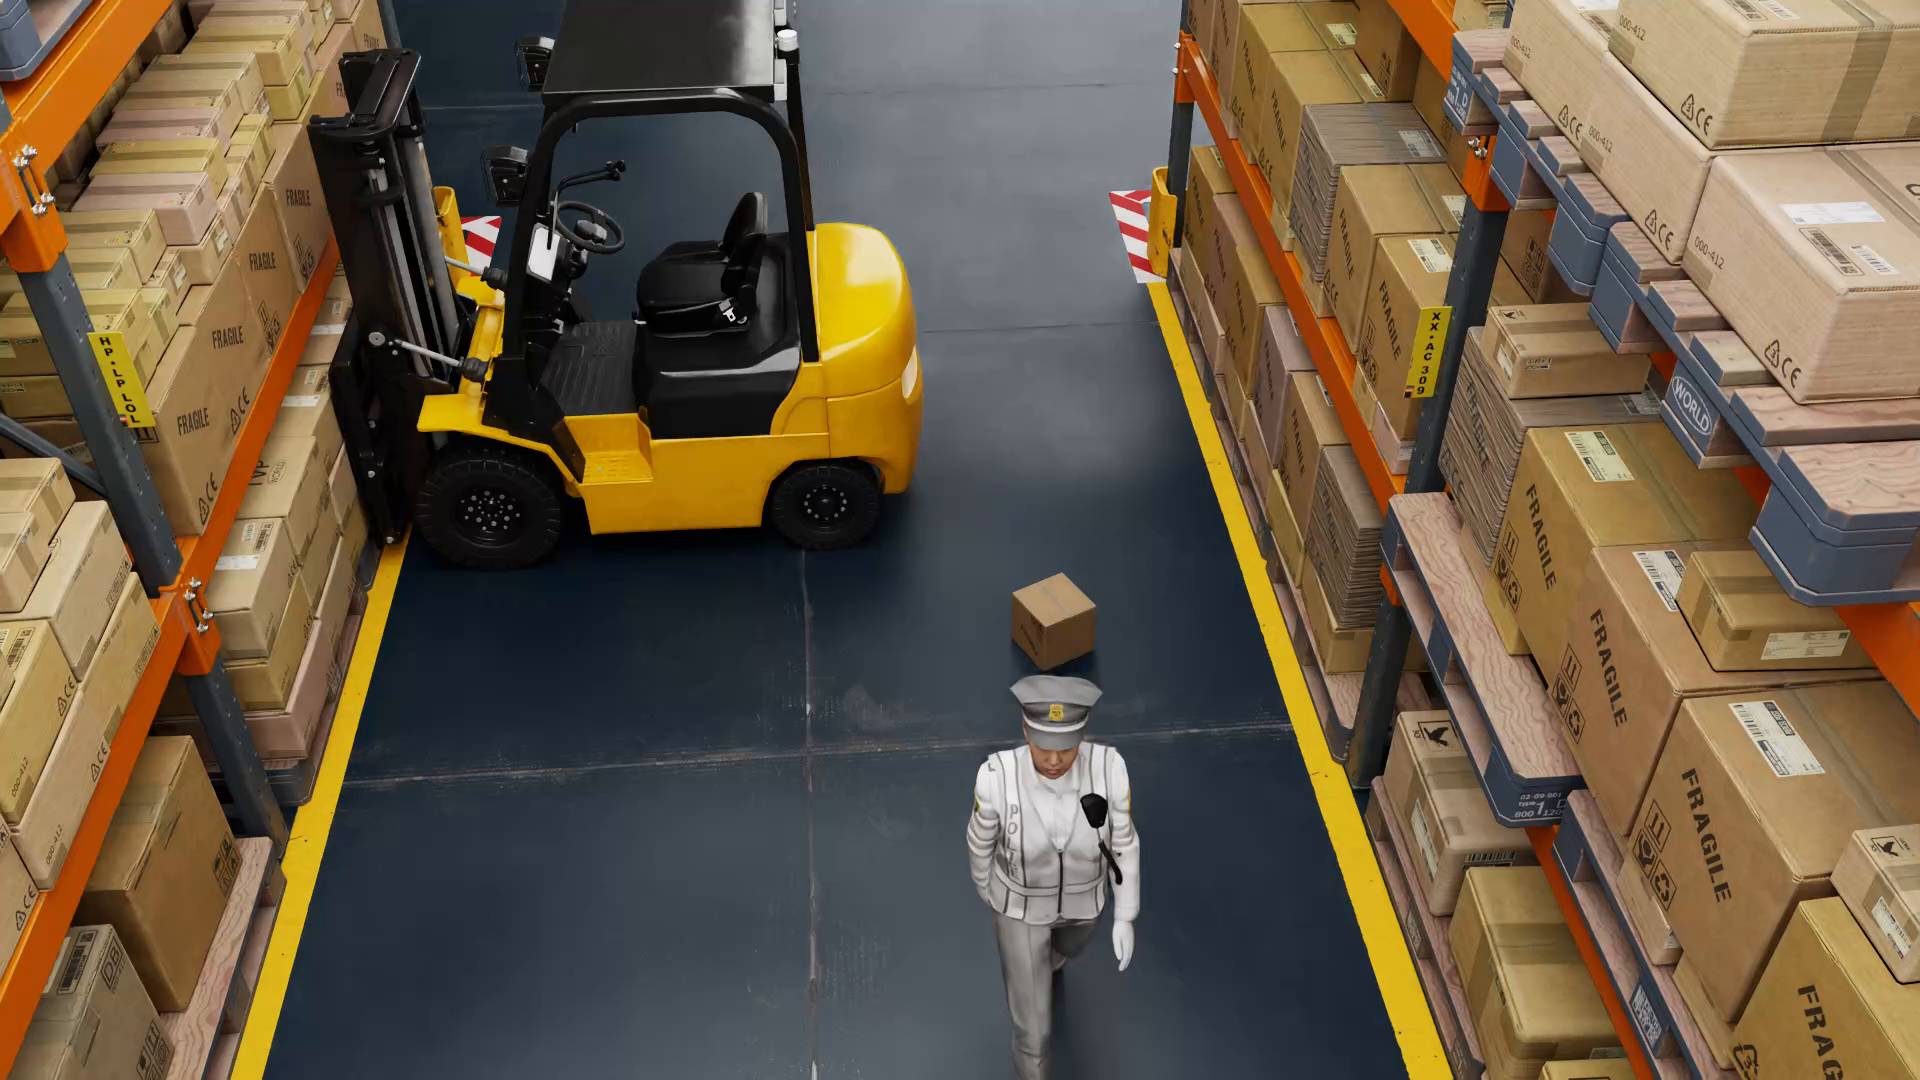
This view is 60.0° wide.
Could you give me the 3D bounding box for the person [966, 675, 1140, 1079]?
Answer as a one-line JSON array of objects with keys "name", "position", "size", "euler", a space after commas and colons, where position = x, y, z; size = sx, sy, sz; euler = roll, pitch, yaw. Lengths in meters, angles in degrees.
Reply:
[{"name": "person", "position": [0.272, 1.014, 4.885], "size": [0.480, 1.639, 0.993], "euler": [-7, 40, -8]}]
